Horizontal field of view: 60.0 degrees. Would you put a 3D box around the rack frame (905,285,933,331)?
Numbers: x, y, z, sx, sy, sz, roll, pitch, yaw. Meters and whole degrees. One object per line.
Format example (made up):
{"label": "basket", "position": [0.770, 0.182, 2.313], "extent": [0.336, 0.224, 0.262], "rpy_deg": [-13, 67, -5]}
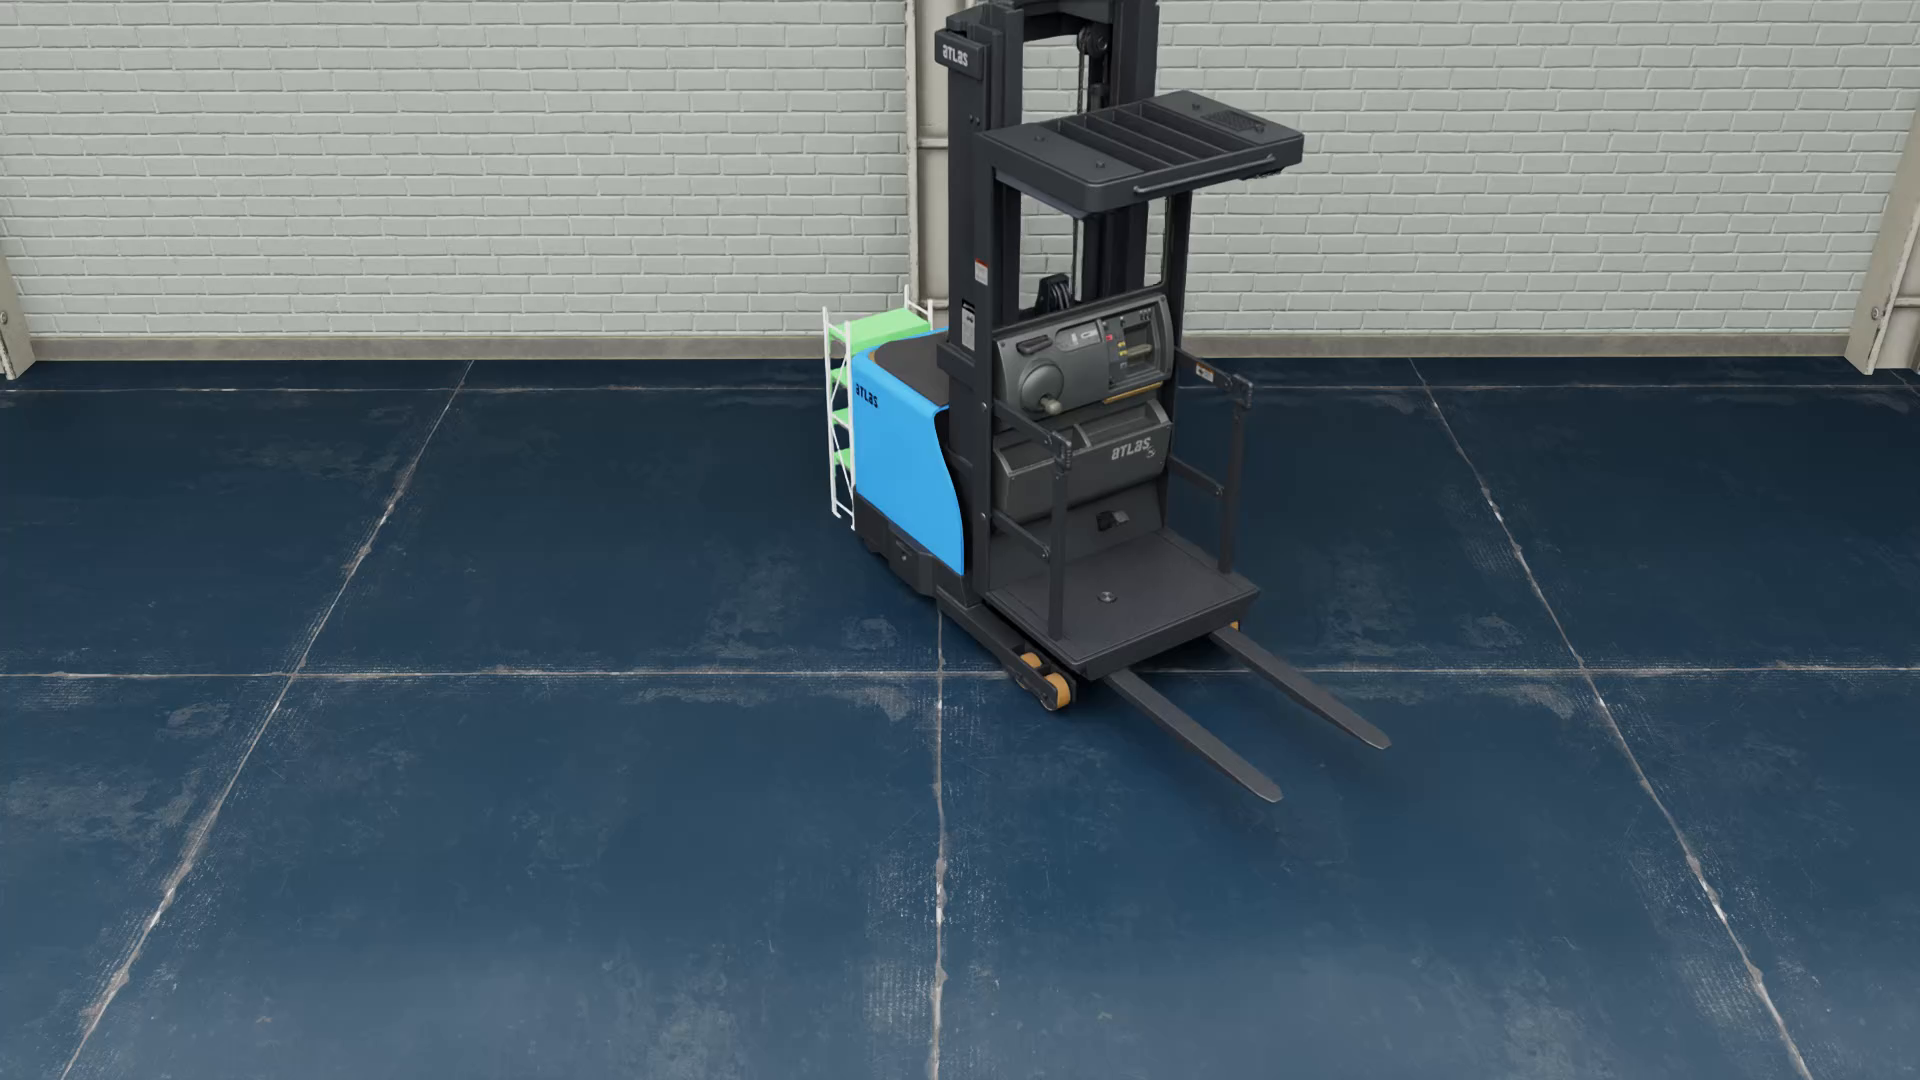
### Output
{"label": "rack frame", "position": [-0.214, -0.755, 8.837], "extent": [0.015, 1.200, 0.240], "rpy_deg": [-19, 36, -29]}

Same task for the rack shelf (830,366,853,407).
{"label": "rack shelf", "position": [-0.415, -0.834, 8.628], "extent": [0.480, 0.148, 0.258], "rpy_deg": [-19, 36, -29]}

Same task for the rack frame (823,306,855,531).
{"label": "rack frame", "position": [-0.617, -0.612, 8.602], "extent": [0.015, 1.200, 0.240], "rpy_deg": [-19, 36, -29]}

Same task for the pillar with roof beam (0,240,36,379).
{"label": "pillar with roof beam", "position": [-6.086, -2.699, 4.524], "extent": [0.400, 9.000, 9.100], "rpy_deg": [0, 31, 0]}

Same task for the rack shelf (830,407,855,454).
{"label": "rack shelf", "position": [-0.415, -0.629, 8.753], "extent": [0.480, 0.148, 0.258], "rpy_deg": [-19, 36, -29]}

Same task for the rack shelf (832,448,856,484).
{"label": "rack shelf", "position": [-0.415, -0.423, 8.877], "extent": [0.480, 0.148, 0.258], "rpy_deg": [-19, 36, -29]}

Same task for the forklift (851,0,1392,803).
{"label": "forklift", "position": [0.681, -0.769, 7.191], "extent": [1.130, 2.935, 3.031], "rpy_deg": [-19, 36, -28]}

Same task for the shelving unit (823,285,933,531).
{"label": "shelving unit", "position": [-0.415, -0.683, 8.719], "extent": [0.503, 1.200, 0.258], "rpy_deg": [-19, 36, -29]}

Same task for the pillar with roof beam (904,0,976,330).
{"label": "pillar with roof beam", "position": [-0.086, -2.718, 4.555], "extent": [0.400, 9.000, 9.100], "rpy_deg": [0, 31, 0]}

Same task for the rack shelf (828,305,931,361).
{"label": "rack shelf", "position": [-0.415, -1.039, 8.504], "extent": [0.480, 0.148, 0.258], "rpy_deg": [-19, 36, -29]}

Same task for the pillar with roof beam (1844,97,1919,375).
{"label": "pillar with roof beam", "position": [5.914, -2.737, 4.586], "extent": [0.400, 9.000, 9.100], "rpy_deg": [0, 31, 0]}
